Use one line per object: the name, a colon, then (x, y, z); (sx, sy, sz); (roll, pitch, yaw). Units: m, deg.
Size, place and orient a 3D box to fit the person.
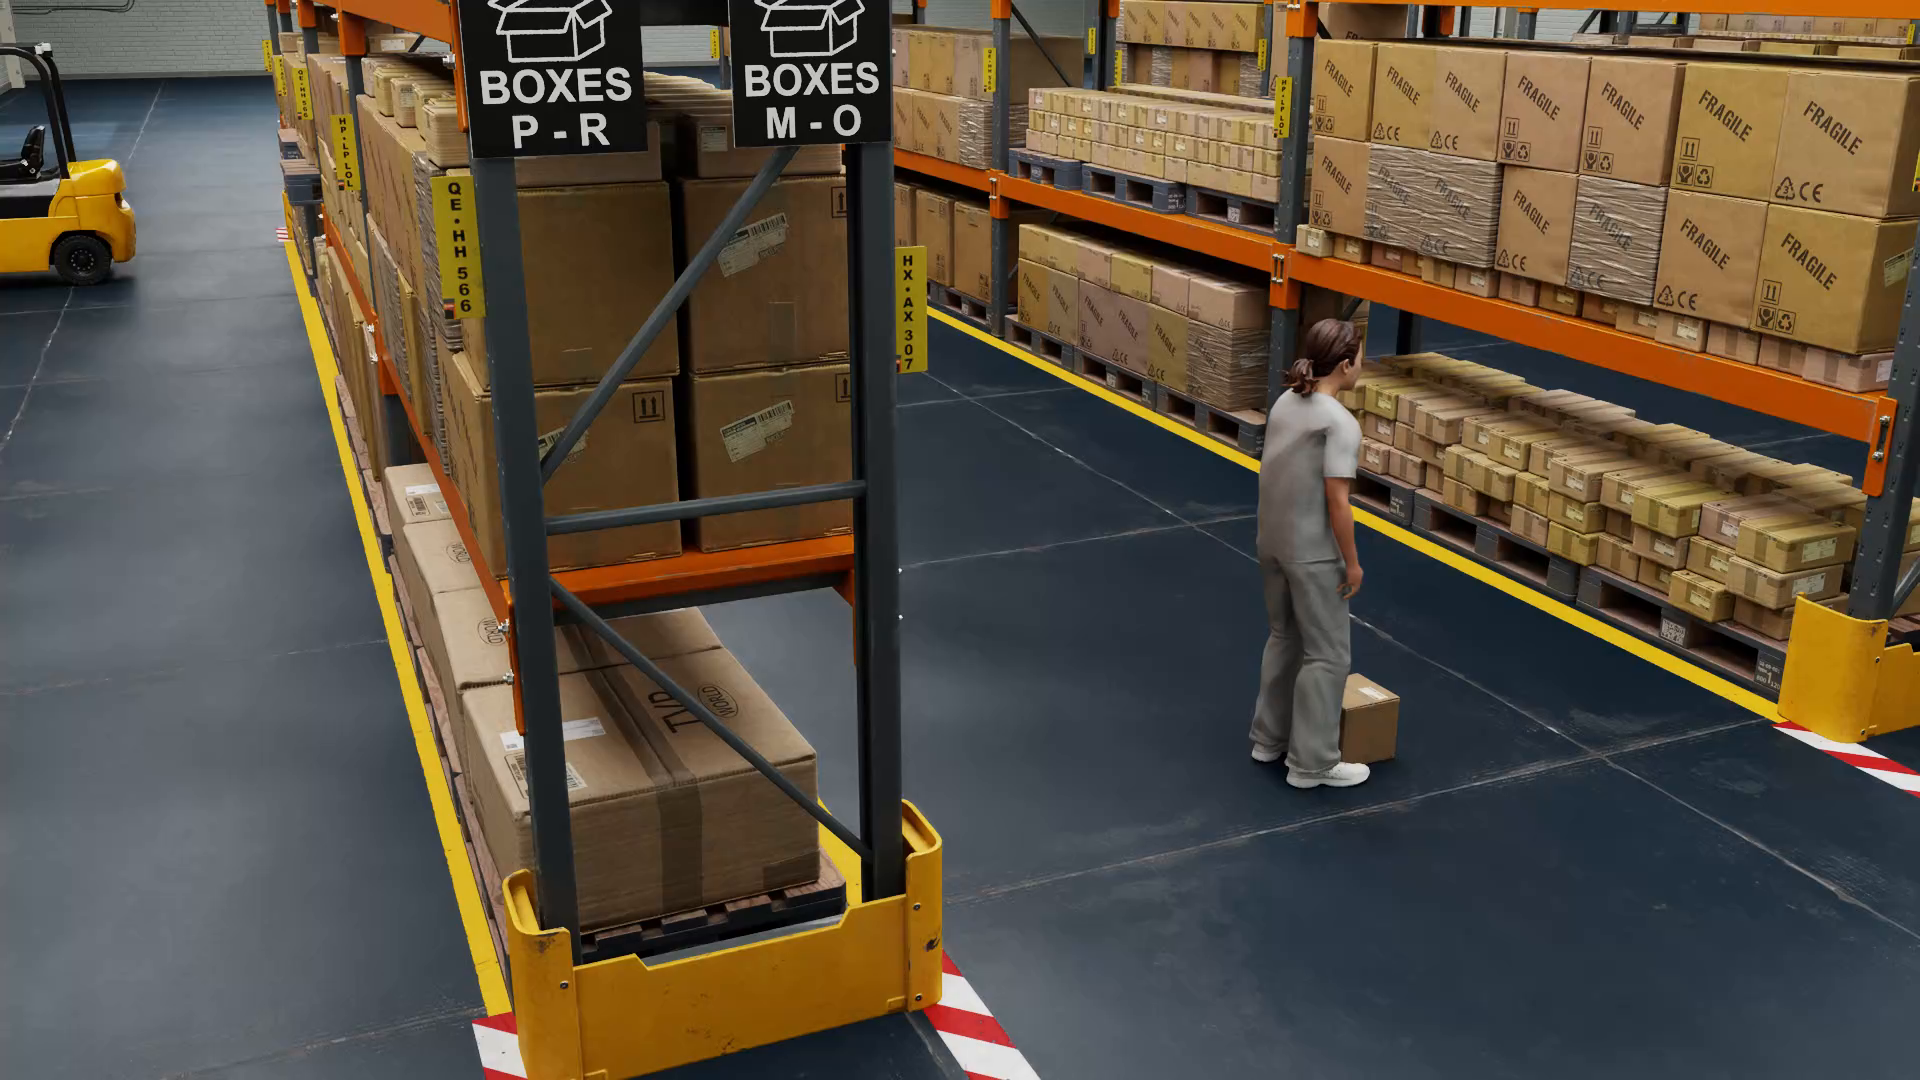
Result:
person: (1.249, 0.045, 5.934); (0.355, 1.673, 0.488); (-8, 20, -22)
